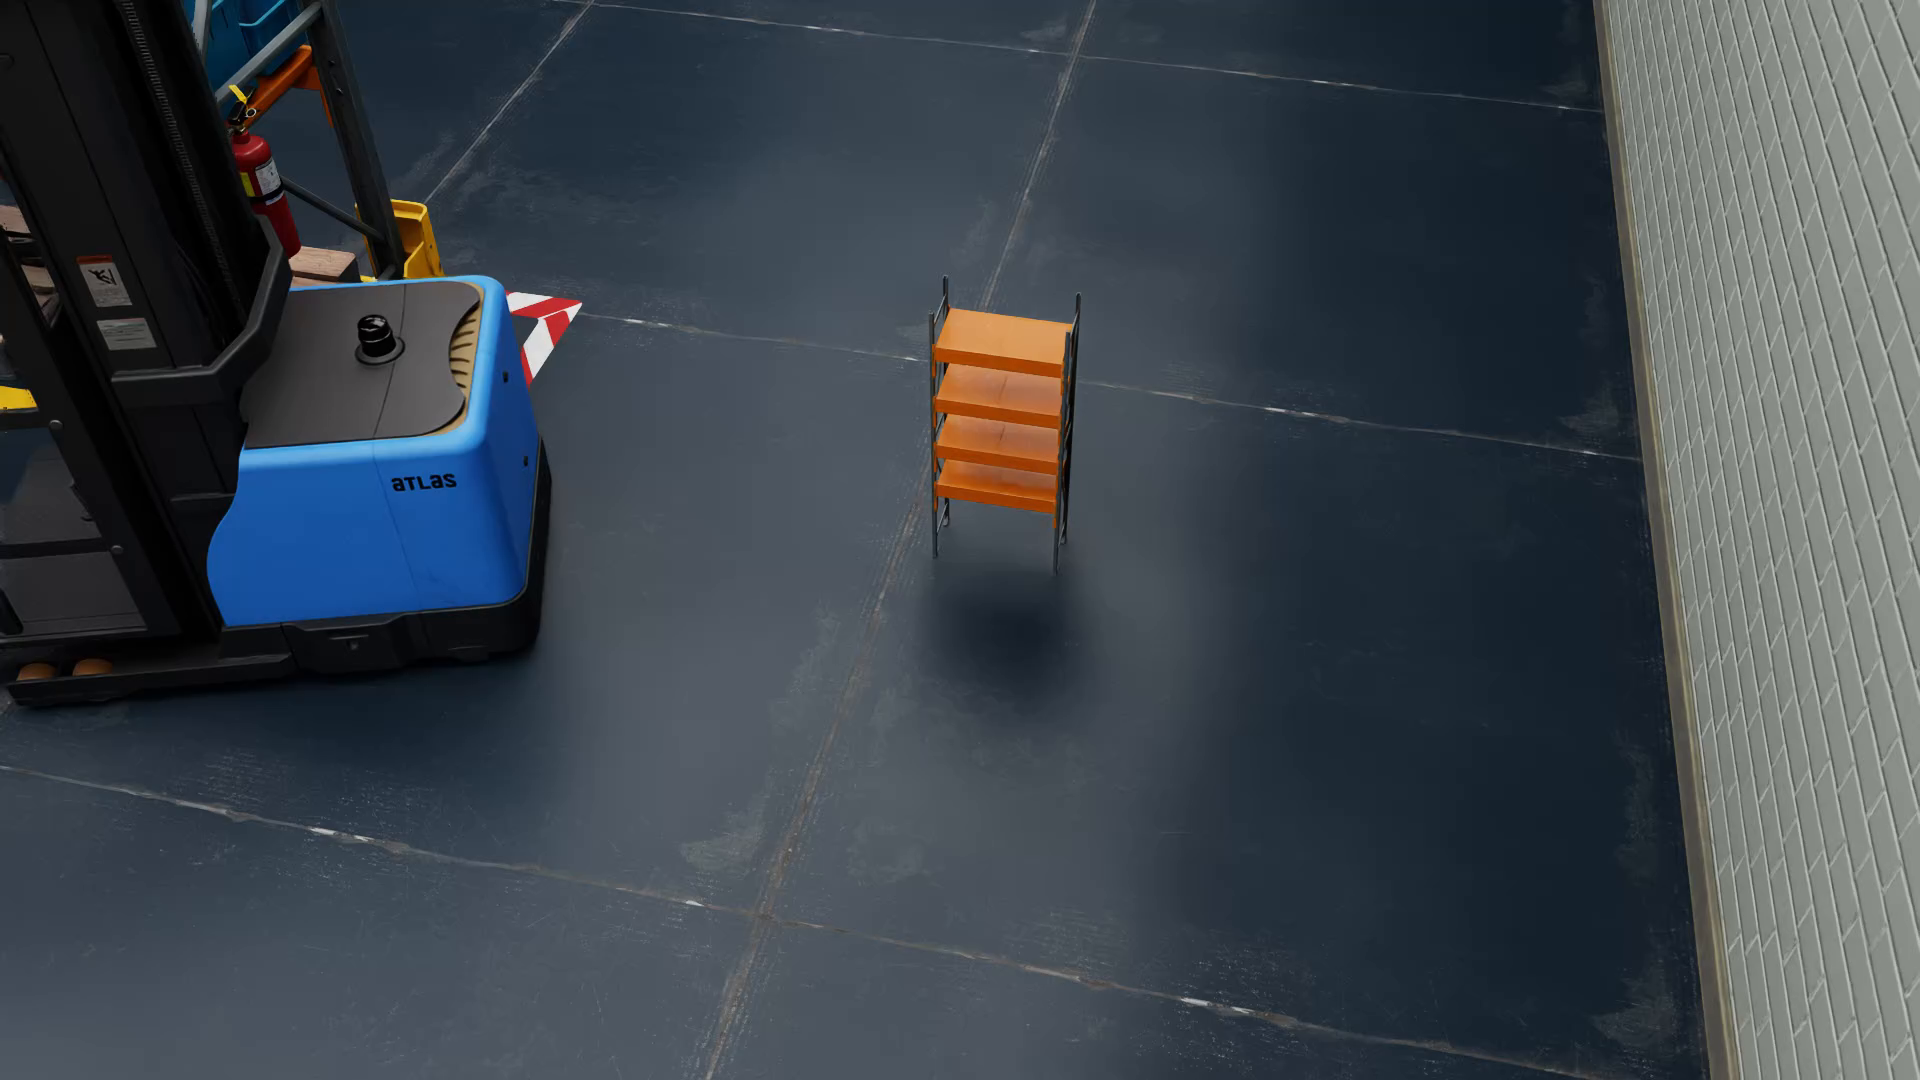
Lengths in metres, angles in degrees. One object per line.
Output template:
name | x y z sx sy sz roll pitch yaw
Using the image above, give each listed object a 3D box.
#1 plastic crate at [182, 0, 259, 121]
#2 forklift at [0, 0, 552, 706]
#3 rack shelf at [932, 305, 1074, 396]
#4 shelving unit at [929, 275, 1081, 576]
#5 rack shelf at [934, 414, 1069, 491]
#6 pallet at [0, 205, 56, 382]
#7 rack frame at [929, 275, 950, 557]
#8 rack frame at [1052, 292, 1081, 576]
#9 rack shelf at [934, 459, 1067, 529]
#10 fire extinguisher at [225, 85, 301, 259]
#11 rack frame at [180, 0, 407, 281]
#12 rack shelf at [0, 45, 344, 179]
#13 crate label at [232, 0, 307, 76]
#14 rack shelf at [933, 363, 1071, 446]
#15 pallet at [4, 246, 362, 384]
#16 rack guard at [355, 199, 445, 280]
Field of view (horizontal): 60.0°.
plastic crate | -3.111 -1.842 6.432 0.499 0.435 0.616 9 45 9
forklift | -3.148 -0.835 5.504 3.031 2.935 1.130 -5 44 -5
rack shelf | 0.162 -0.690 6.035 0.480 0.148 0.258 9 45 9
shelving unit | 0.162 -0.407 6.308 0.503 1.200 0.258 9 45 9
rack shelf | 0.162 -0.359 6.355 0.480 0.148 0.258 9 45 9
pallet | -4.727 -1.216 7.861 1.213 0.211 1.003 9 45 9
rack frame | -0.077 -0.444 6.346 0.015 1.200 0.240 9 45 9
rack frame | 0.400 -0.370 6.269 0.015 1.200 0.240 9 45 9
rack shelf | 0.162 -0.216 6.492 0.480 0.148 0.258 9 45 9
fire extinguisher | -2.696 -1.391 6.356 0.183 0.674 0.296 9 45 9
rack frame | -2.744 -1.883 6.543 0.127 3.000 1.000 9 45 9
rack shelf | -4.696 -1.927 7.108 4.000 0.370 1.077 9 45 9
crate label | -2.913 -2.105 6.851 0.303 0.233 0.416 9 45 9
rack shelf | 0.162 -0.520 6.199 0.480 0.148 0.258 9 45 9
pallet | -3.540 -1.030 7.668 1.213 0.211 1.003 9 45 9
rack guard | -2.718 -0.988 7.416 0.348 0.500 1.175 9 45 9
